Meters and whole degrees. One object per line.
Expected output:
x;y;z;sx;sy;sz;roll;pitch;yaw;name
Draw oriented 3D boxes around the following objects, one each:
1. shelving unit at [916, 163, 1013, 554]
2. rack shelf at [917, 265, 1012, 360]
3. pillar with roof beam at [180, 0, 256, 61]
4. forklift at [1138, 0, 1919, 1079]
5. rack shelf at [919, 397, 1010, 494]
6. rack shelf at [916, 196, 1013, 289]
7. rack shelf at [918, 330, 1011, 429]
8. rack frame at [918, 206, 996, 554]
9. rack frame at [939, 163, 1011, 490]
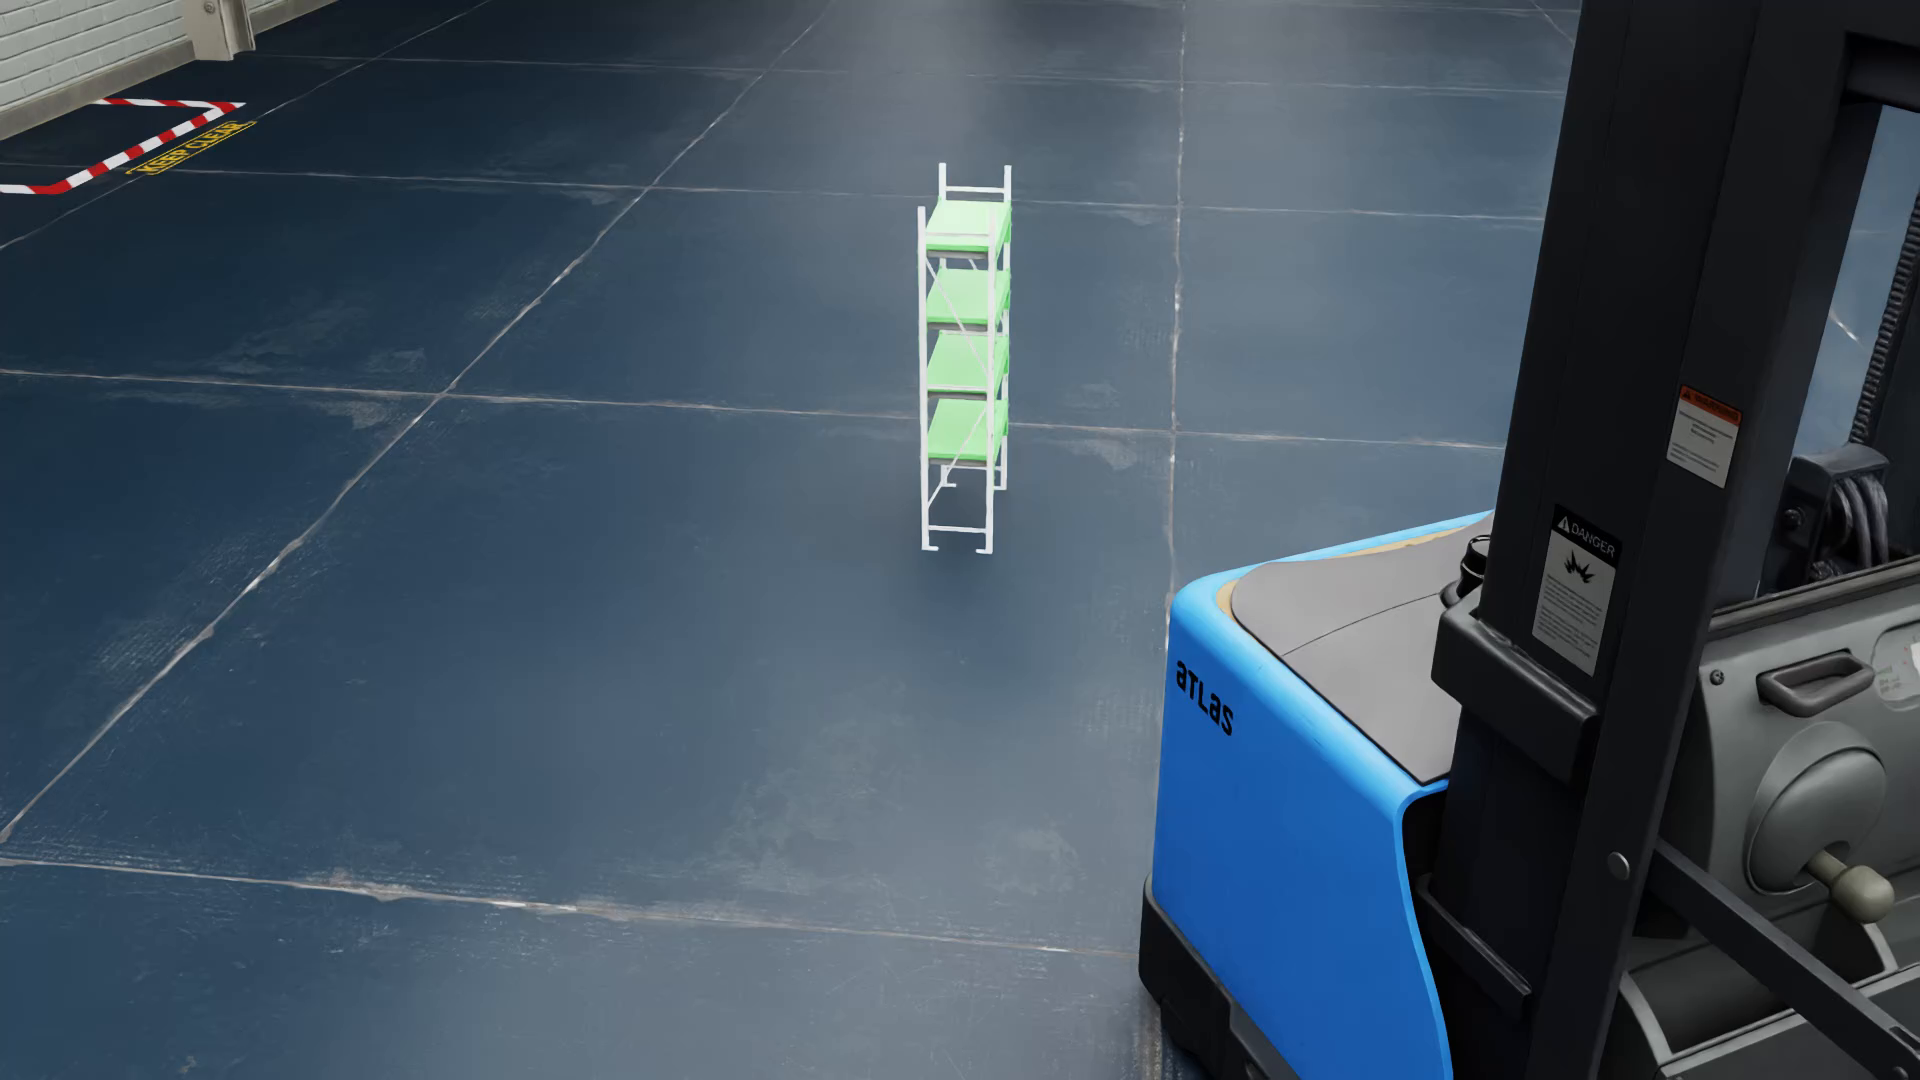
0.020;-0.606;5.610;0.258;1.200;0.503;3;28;6;shelving unit
0.020;-0.761;5.527;0.258;0.148;0.480;3;28;6;rack shelf
-1.284;-7.380;9.961;9.100;9.000;0.400;3;28;6;pillar with roof beam
1.461;0.286;2.129;1.130;2.935;3.031;-12;30;-21;forklift
0.020;-0.339;5.754;0.258;0.148;0.480;3;28;6;rack shelf
0.020;-0.972;5.413;0.258;0.148;0.480;3;28;6;rack shelf
0.020;-0.550;5.640;0.258;0.148;0.480;3;28;6;rack shelf
-0.010;-0.491;5.397;0.240;1.200;0.015;3;28;6;rack frame
0.050;-0.721;5.823;0.240;1.200;0.015;3;28;6;rack frame
